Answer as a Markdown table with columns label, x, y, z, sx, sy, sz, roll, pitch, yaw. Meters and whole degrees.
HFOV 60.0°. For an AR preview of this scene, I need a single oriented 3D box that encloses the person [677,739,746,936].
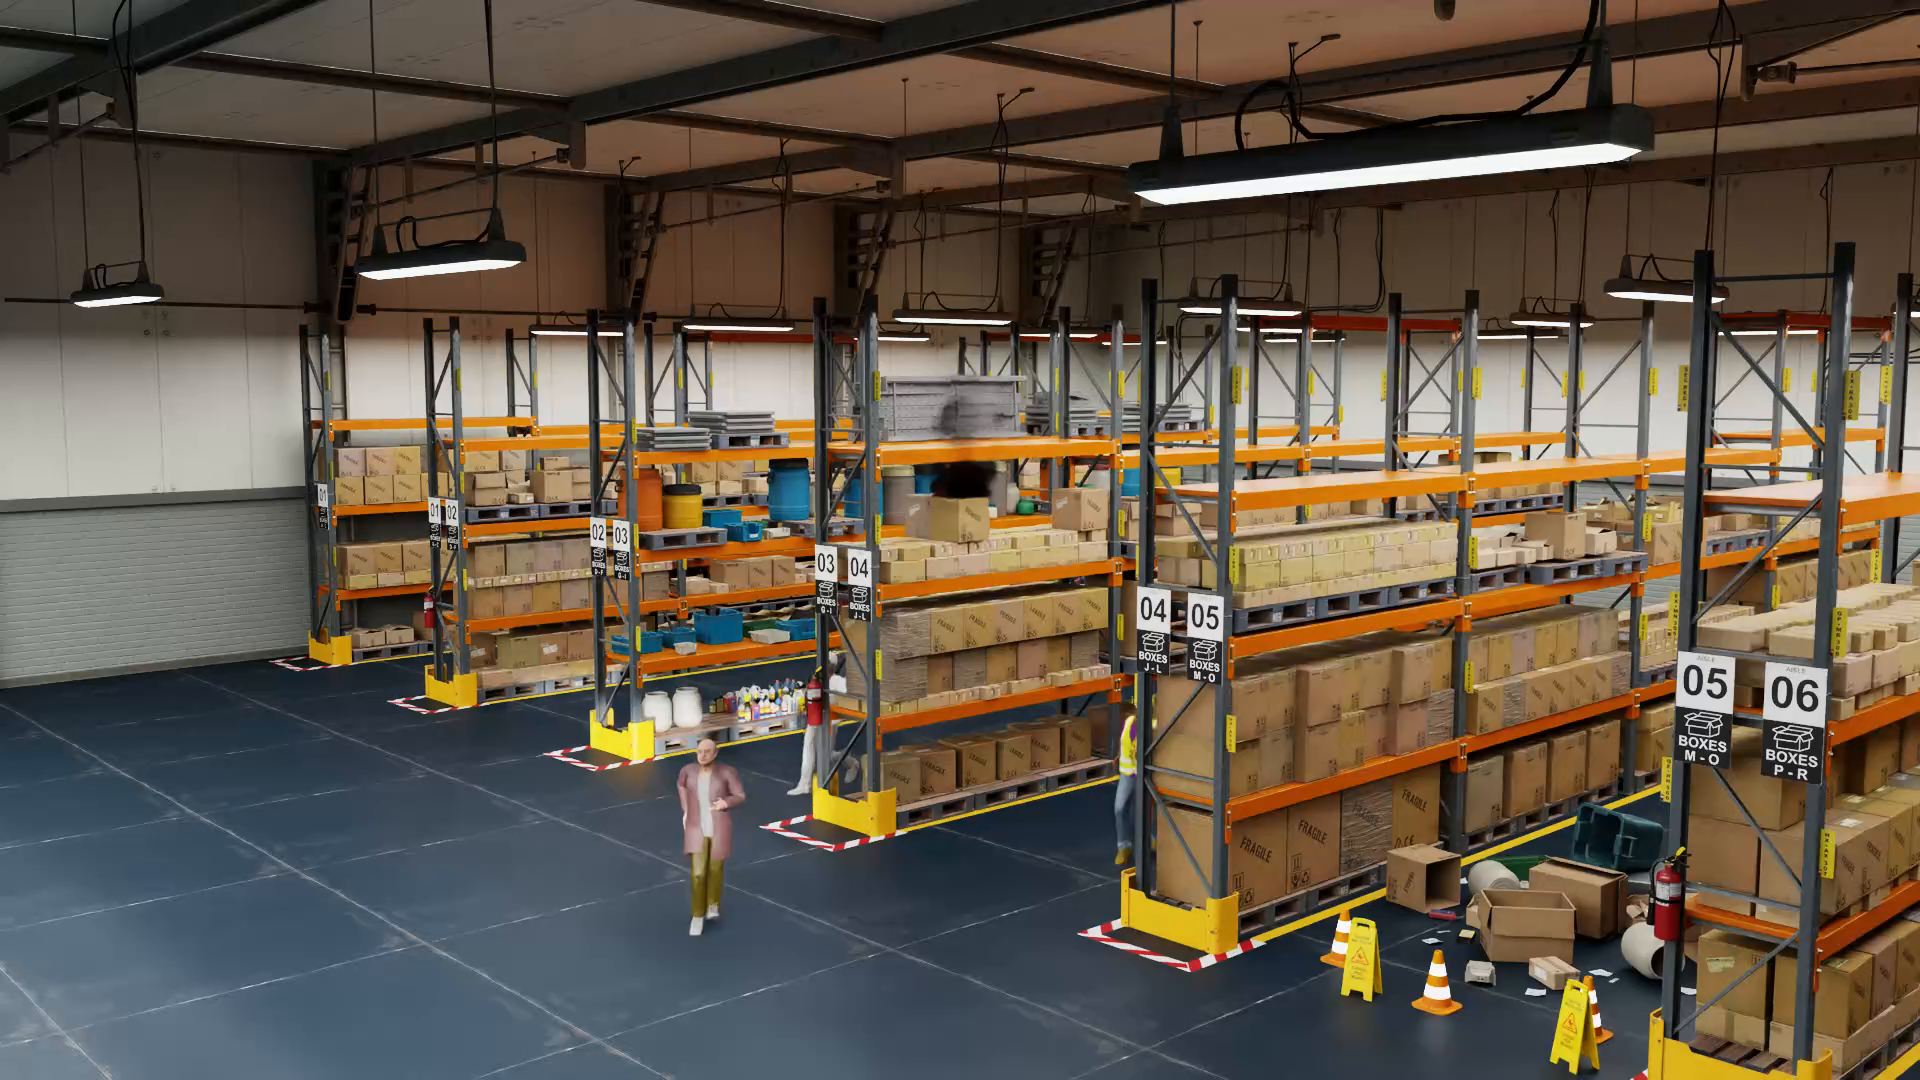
| label | x | y | z | sx | sy | sz | roll | pitch | yaw |
| --- | --- | --- | --- | --- | --- | --- | --- | --- | --- |
| person | -2.314 | 2.748 | 15.423 | 0.665 | 1.847 | 0.825 | 0 | 6 | -3 |

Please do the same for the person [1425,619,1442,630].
| label | x | y | z | sx | sy | sz | roll | pitch | yaw |
| --- | --- | --- | --- | --- | --- | --- | --- | --- | --- |
| person | 6.775 | 1.925 | 23.901 | 0.653 | 1.673 | 0.588 | -5 | 8 | -41 |

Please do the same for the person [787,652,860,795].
| label | x | y | z | sx | sy | sz | roll | pitch | yaw |
| --- | --- | --- | --- | --- | --- | --- | --- | --- | --- |
| person | -1.714 | 2.237 | 20.439 | 0.715 | 1.714 | 0.994 | 5 | 8 | 43 |

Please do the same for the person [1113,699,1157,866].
| label | x | y | z | sx | sy | sz | roll | pitch | yaw |
| --- | --- | --- | --- | --- | --- | --- | --- | --- | --- |
| person | 1.894 | 2.518 | 17.572 | 0.678 | 1.830 | 0.770 | 3 | 7 | 31 |
